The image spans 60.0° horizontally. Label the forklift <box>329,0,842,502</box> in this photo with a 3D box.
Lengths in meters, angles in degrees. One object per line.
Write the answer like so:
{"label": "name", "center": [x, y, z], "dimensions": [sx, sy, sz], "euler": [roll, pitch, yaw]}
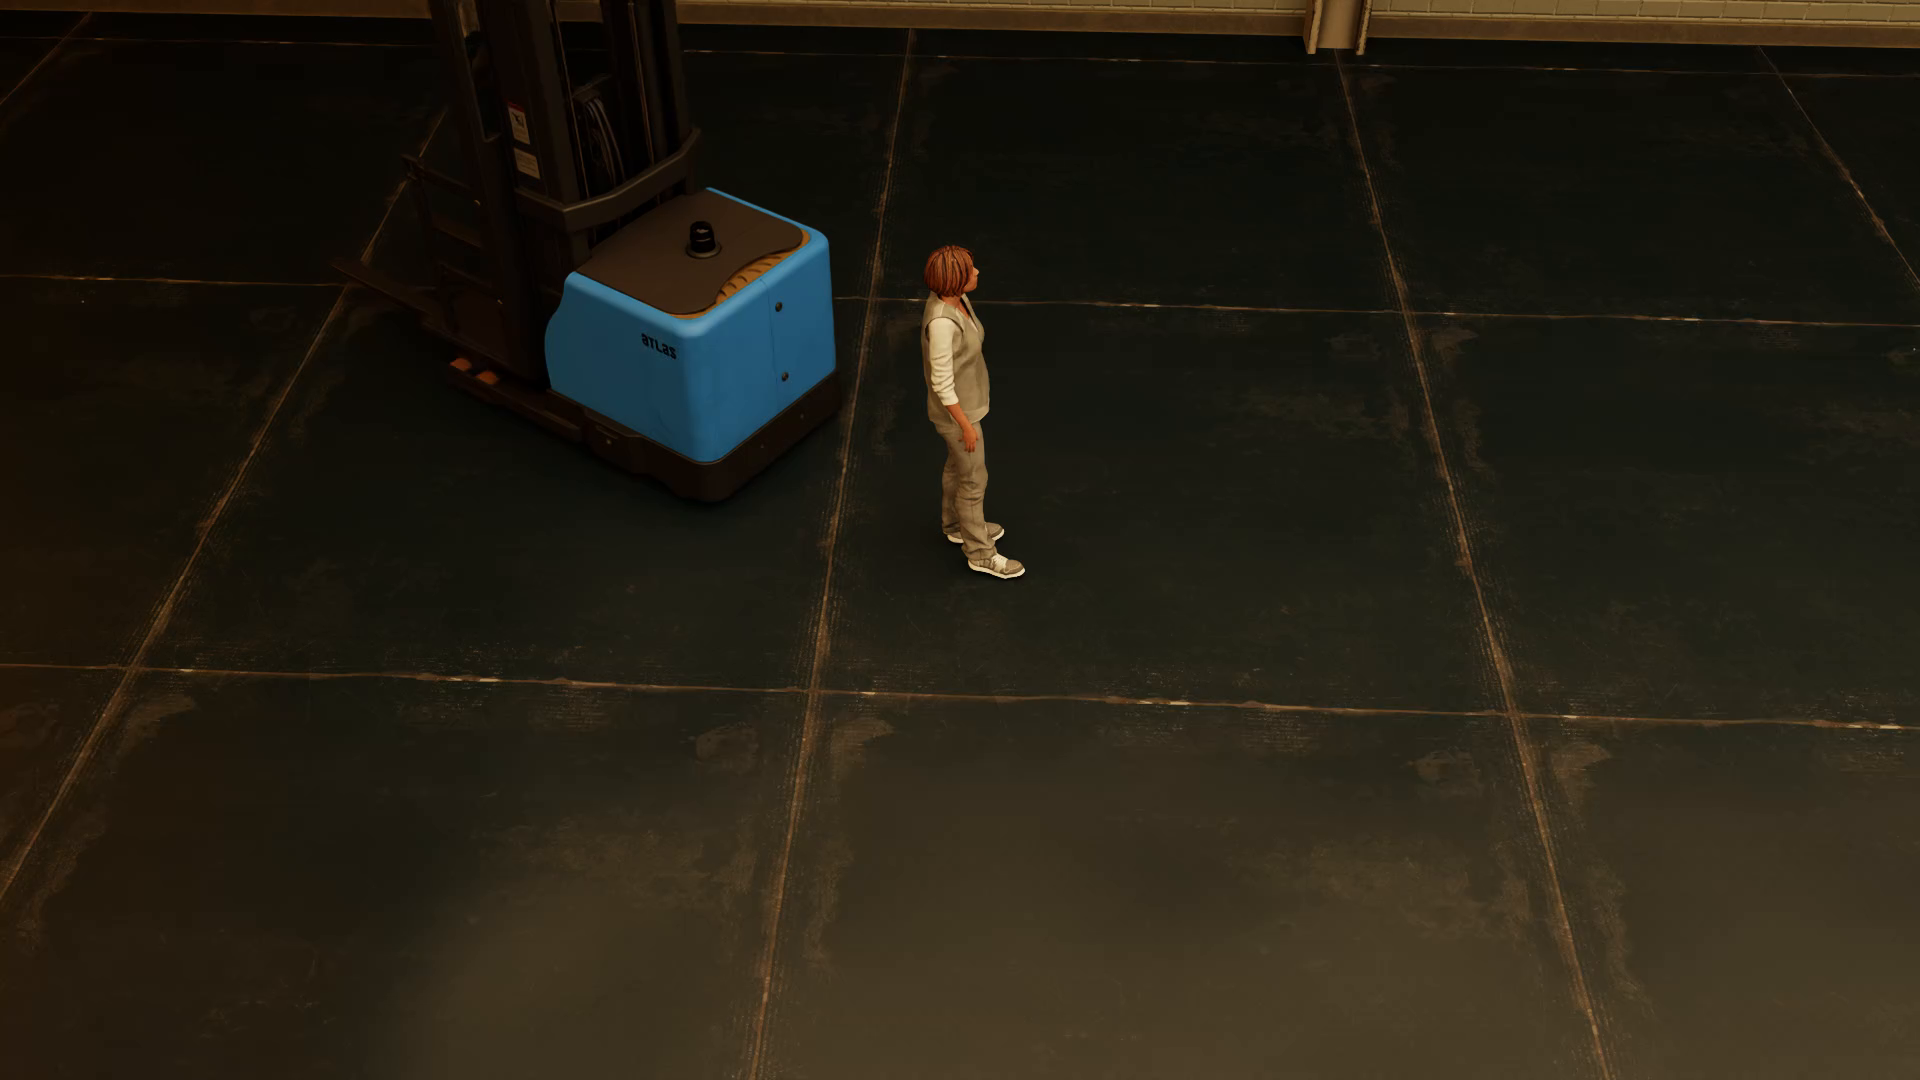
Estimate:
{"label": "forklift", "center": [-2.105, -2.063, 8.002], "dimensions": [3.031, 2.935, 1.130], "euler": [26, 48, 25]}

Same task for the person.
{"label": "person", "center": [0.073, -0.578, 7.365], "dimensions": [0.475, 1.582, 0.521], "euler": [2, 42, 2]}
